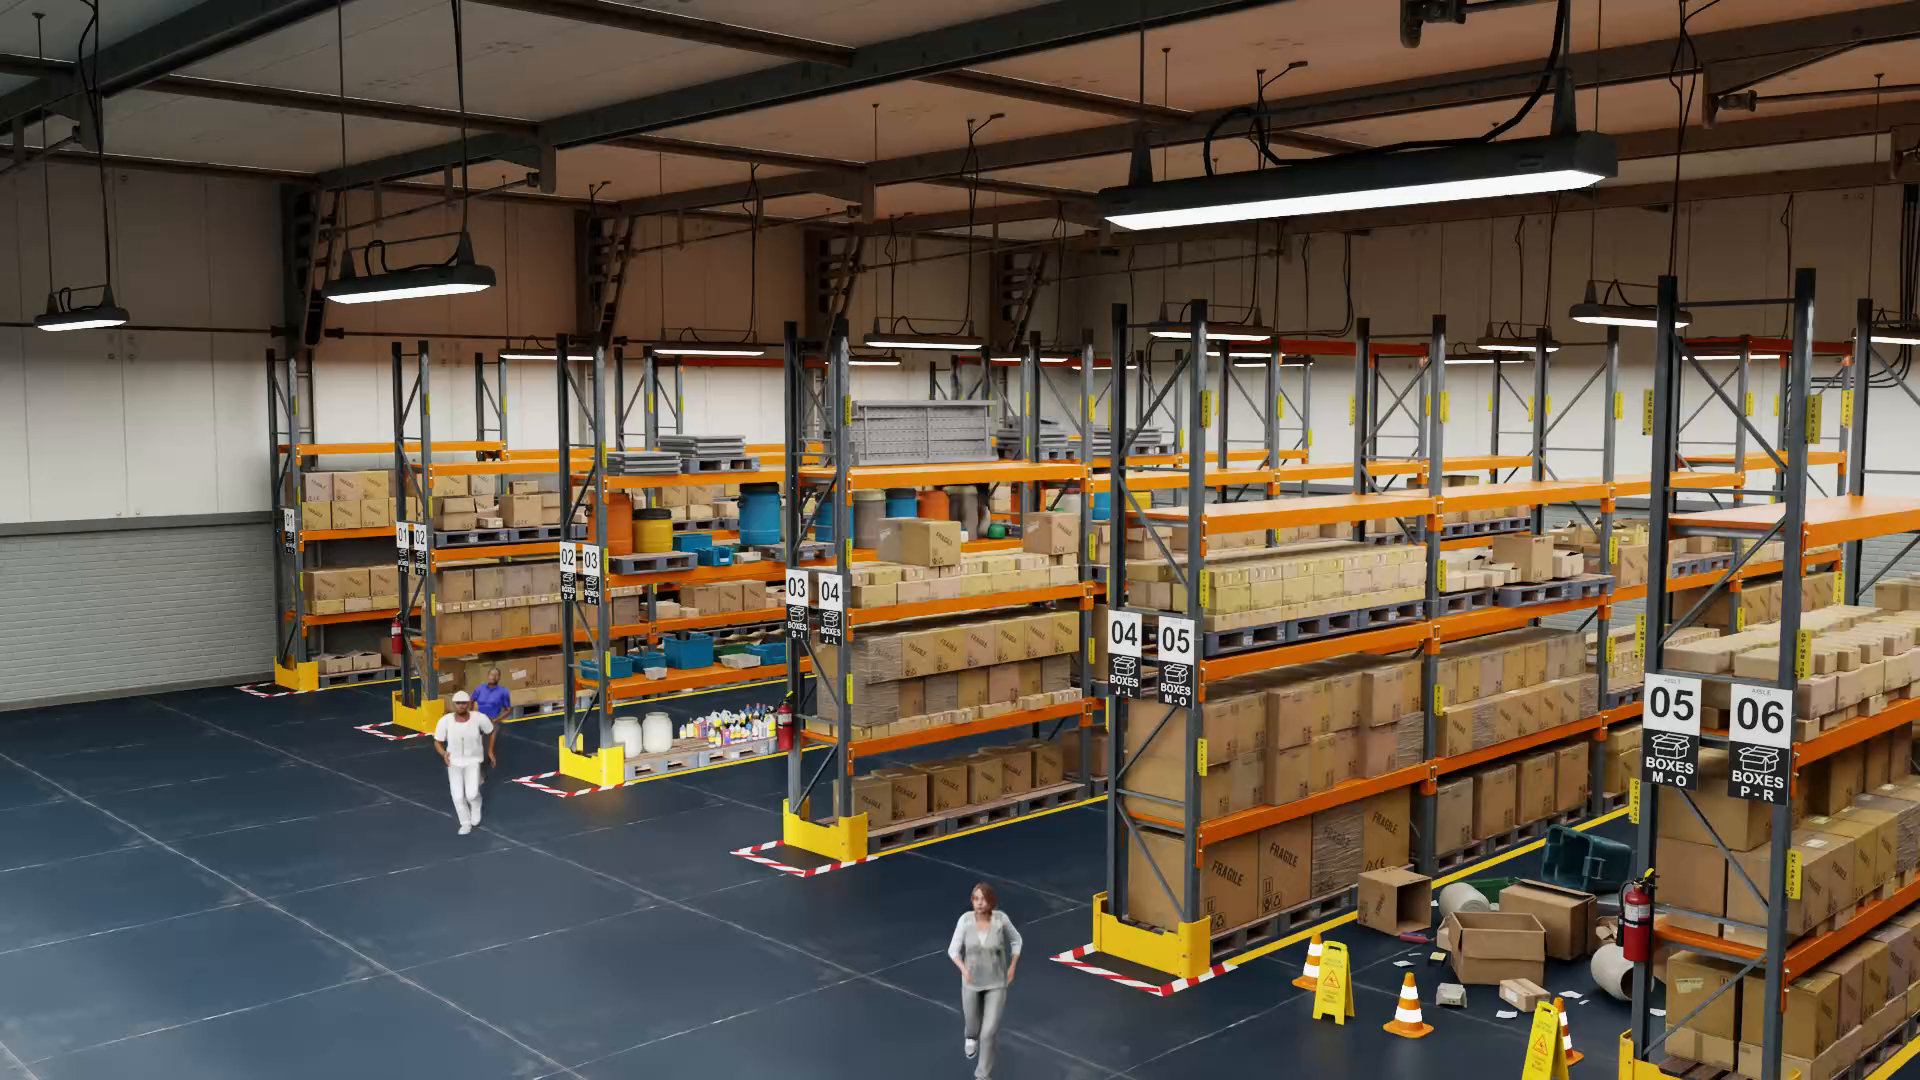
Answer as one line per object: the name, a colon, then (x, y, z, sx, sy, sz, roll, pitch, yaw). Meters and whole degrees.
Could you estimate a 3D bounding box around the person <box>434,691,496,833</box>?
person: (-5.812, 2.617, 19.514, 0.688, 1.713, 0.630, -1, 5, -11)

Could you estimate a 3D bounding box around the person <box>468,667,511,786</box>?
person: (-6.217, 2.478, 21.898, 0.593, 1.573, 0.567, -1, 5, -9)

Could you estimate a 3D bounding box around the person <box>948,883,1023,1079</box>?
person: (0.190, 3.316, 12.396, 0.548, 1.595, 0.806, 0, 5, 5)
